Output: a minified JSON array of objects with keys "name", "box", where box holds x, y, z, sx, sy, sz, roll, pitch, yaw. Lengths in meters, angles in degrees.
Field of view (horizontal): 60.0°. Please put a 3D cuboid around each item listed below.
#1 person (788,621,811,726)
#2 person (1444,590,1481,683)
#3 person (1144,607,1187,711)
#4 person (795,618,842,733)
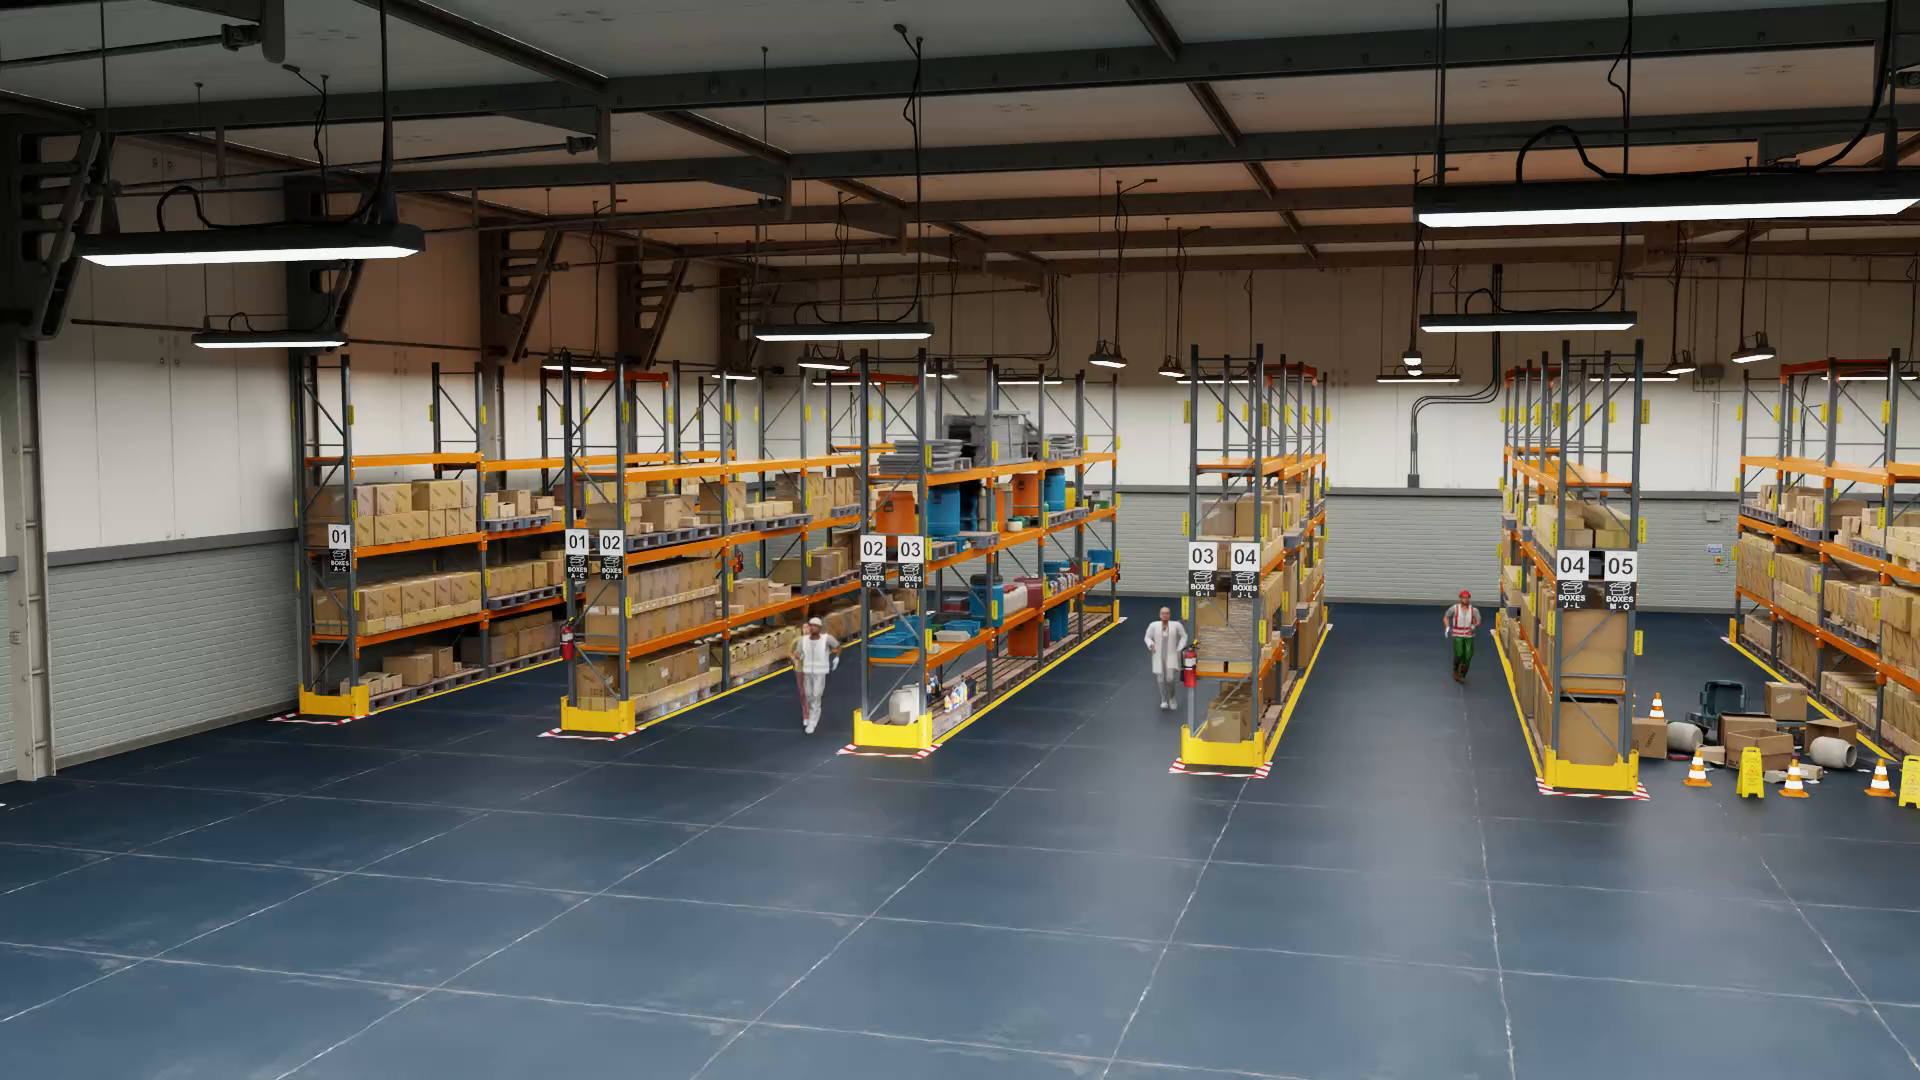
[{"name":"person","box":[-2.479,2.119,26.875,0.589,1.657,0.866,0,4,-1]},{"name":"person","box":[9.345,1.803,30.851,0.642,1.743,0.615,1,4,7]},{"name":"person","box":[3.463,2.016,28.155,0.707,1.763,0.693,1,4,14]},{"name":"person","box":[-2.292,2.097,26.195,0.695,1.735,1.063,1,4,16]}]
